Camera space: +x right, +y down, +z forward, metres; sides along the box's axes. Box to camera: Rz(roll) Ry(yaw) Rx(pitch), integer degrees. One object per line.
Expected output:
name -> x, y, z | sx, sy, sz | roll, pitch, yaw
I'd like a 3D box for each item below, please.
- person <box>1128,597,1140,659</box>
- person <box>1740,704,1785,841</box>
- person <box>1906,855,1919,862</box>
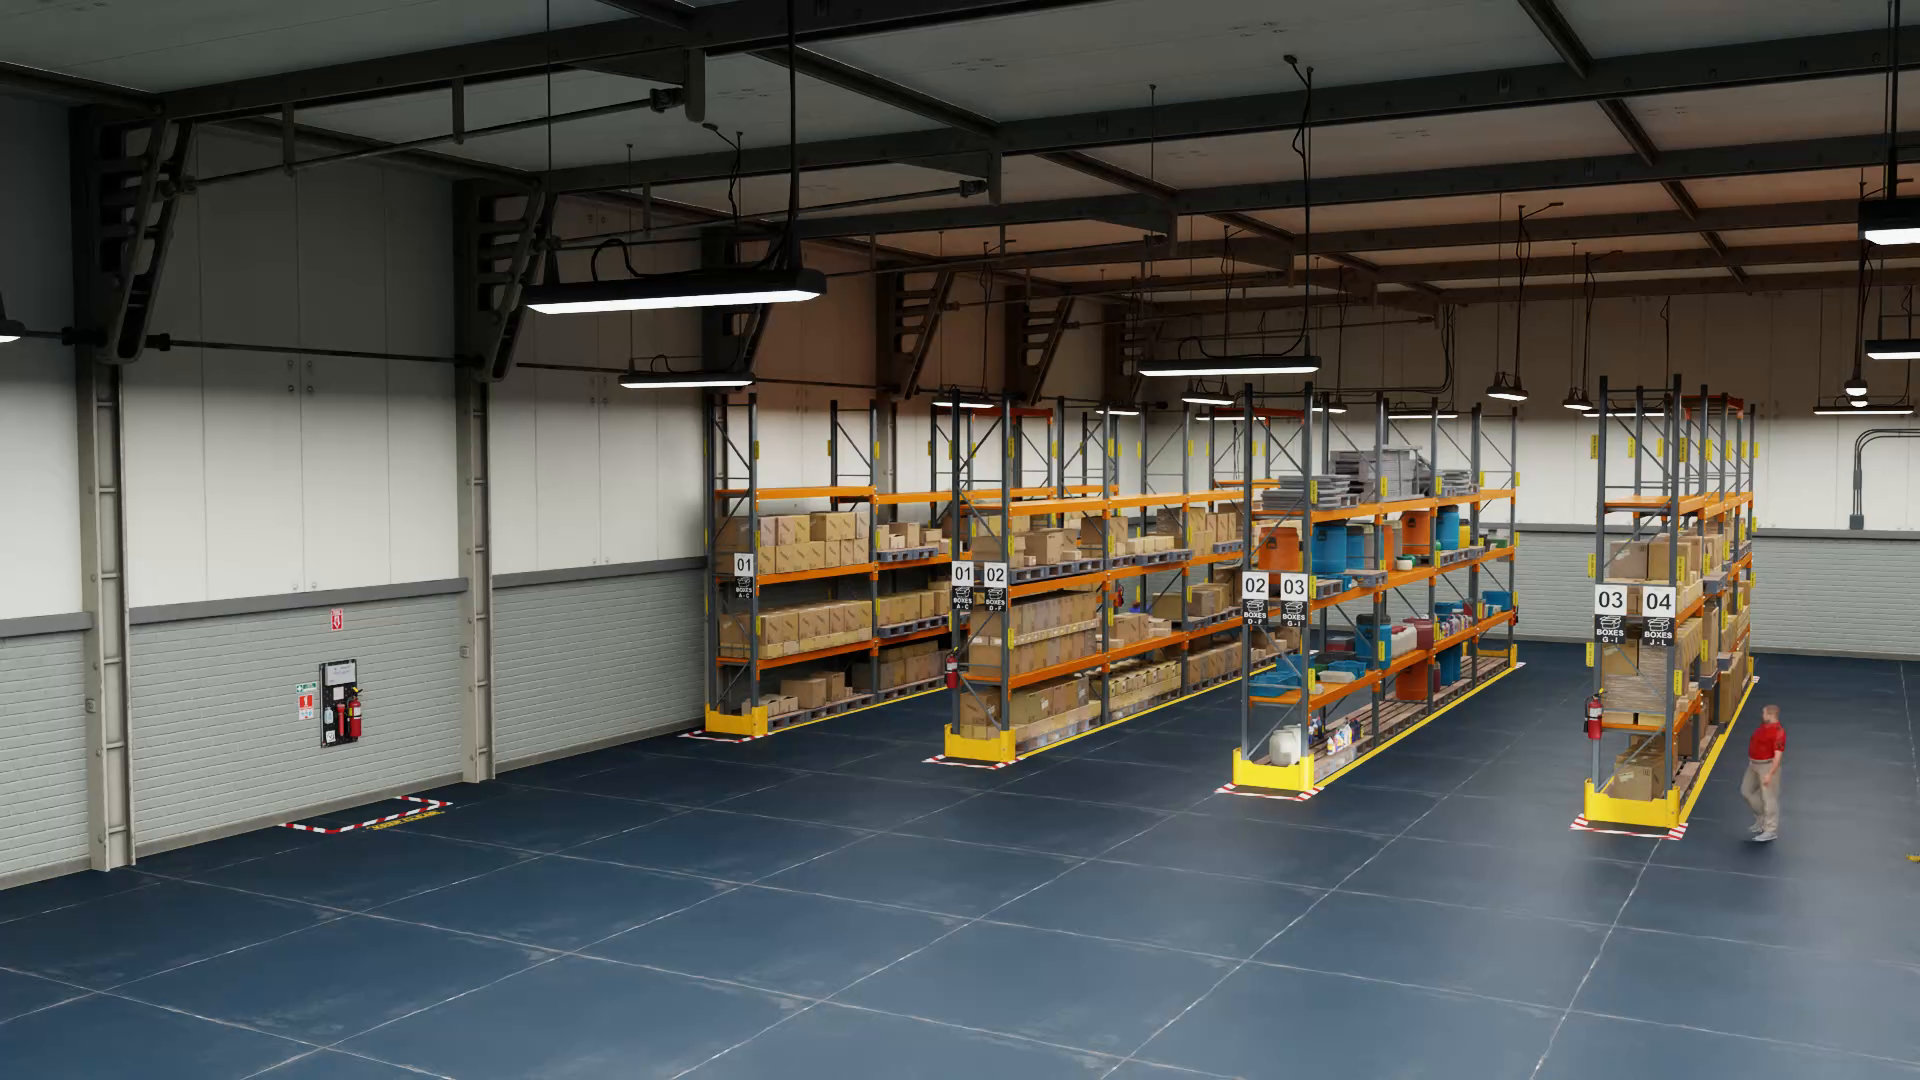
person -> 4.048, 2.117, 38.482 | 0.528, 1.600, 0.929 | 2, 4, 34
person -> 10.371, 2.982, 21.480 | 0.492, 1.751, 0.656 | -1, 3, -10
person -> 11.832, 3.052, 19.746 | 0.965, 1.718, 0.659 | 1, 3, 25
